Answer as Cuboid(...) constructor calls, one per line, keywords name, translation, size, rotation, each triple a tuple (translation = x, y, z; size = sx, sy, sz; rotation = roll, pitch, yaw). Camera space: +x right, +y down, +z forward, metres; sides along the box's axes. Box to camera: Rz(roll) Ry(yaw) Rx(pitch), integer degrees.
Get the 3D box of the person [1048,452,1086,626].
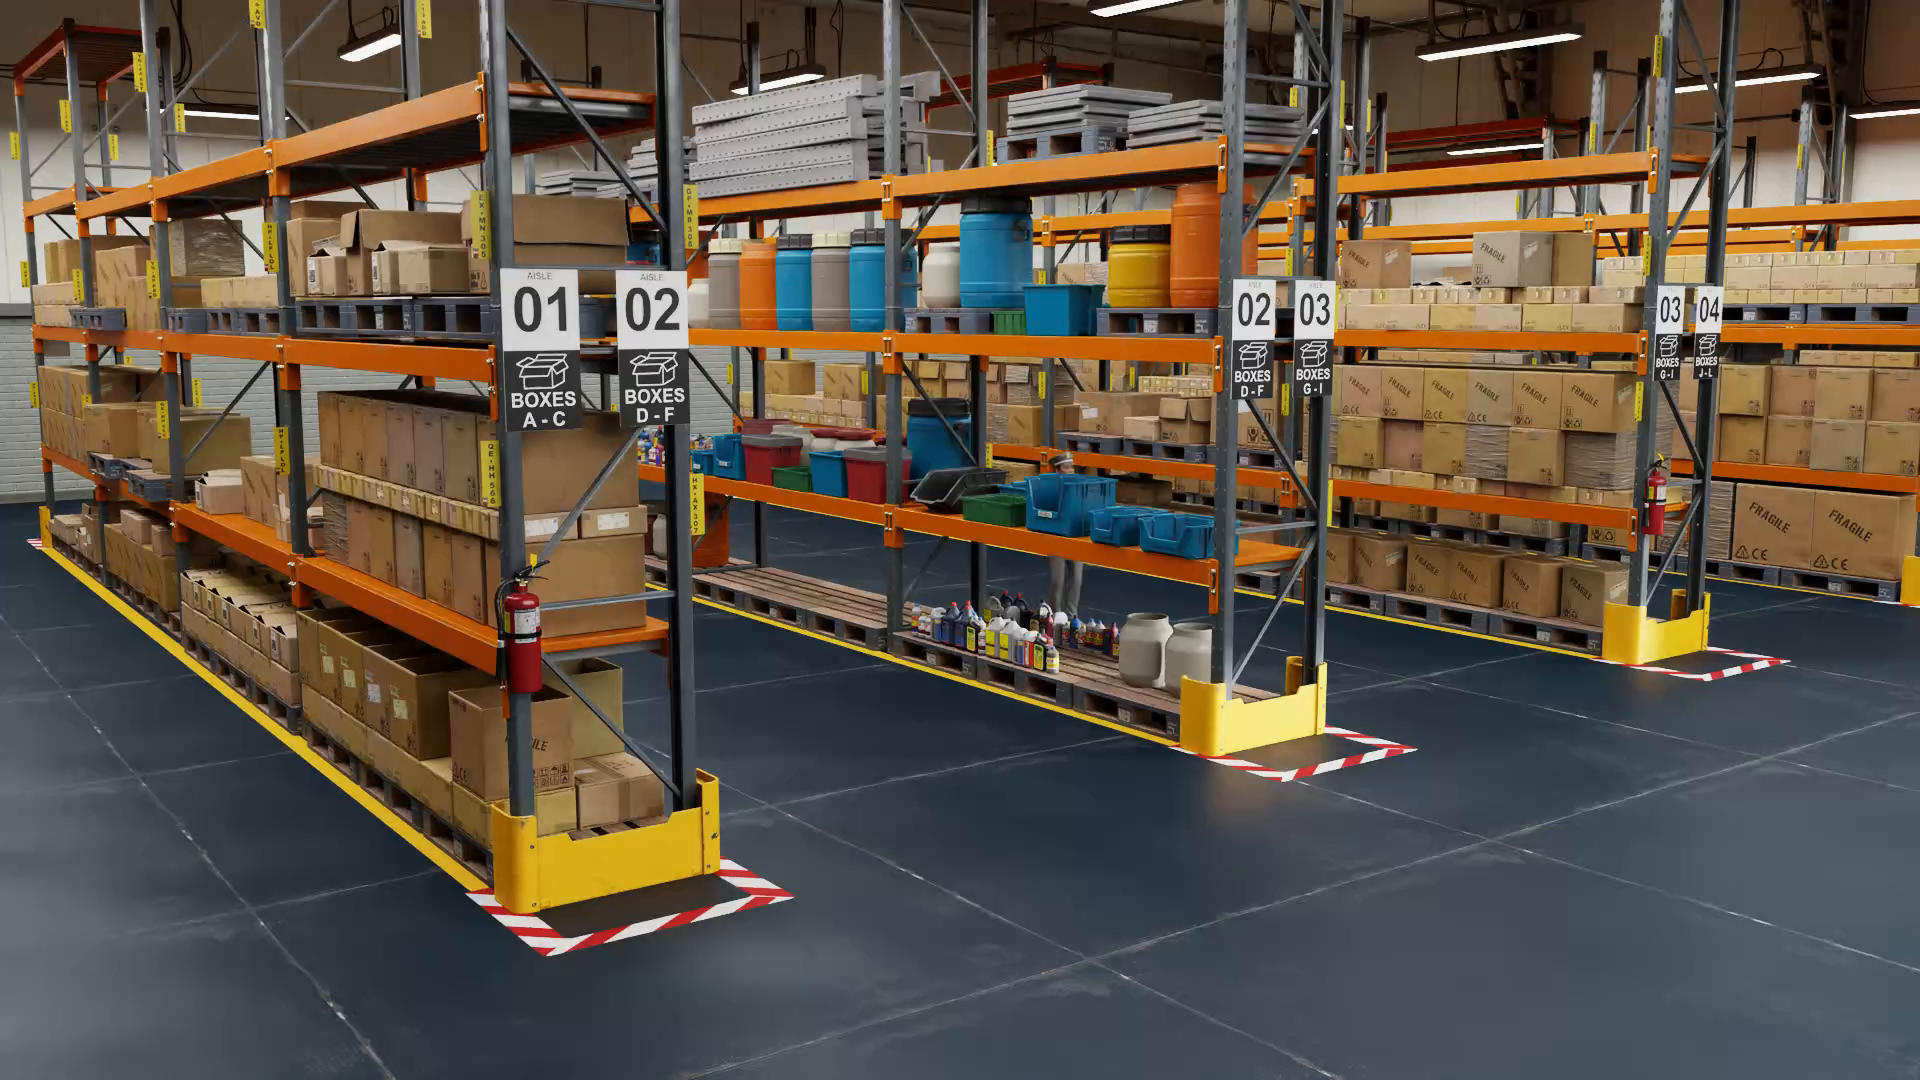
Cuboid(name="person", translation=(1.015, 0.015, 15.622), size=(0.459, 1.687, 0.554), rotation=(-4, 9, -26))
